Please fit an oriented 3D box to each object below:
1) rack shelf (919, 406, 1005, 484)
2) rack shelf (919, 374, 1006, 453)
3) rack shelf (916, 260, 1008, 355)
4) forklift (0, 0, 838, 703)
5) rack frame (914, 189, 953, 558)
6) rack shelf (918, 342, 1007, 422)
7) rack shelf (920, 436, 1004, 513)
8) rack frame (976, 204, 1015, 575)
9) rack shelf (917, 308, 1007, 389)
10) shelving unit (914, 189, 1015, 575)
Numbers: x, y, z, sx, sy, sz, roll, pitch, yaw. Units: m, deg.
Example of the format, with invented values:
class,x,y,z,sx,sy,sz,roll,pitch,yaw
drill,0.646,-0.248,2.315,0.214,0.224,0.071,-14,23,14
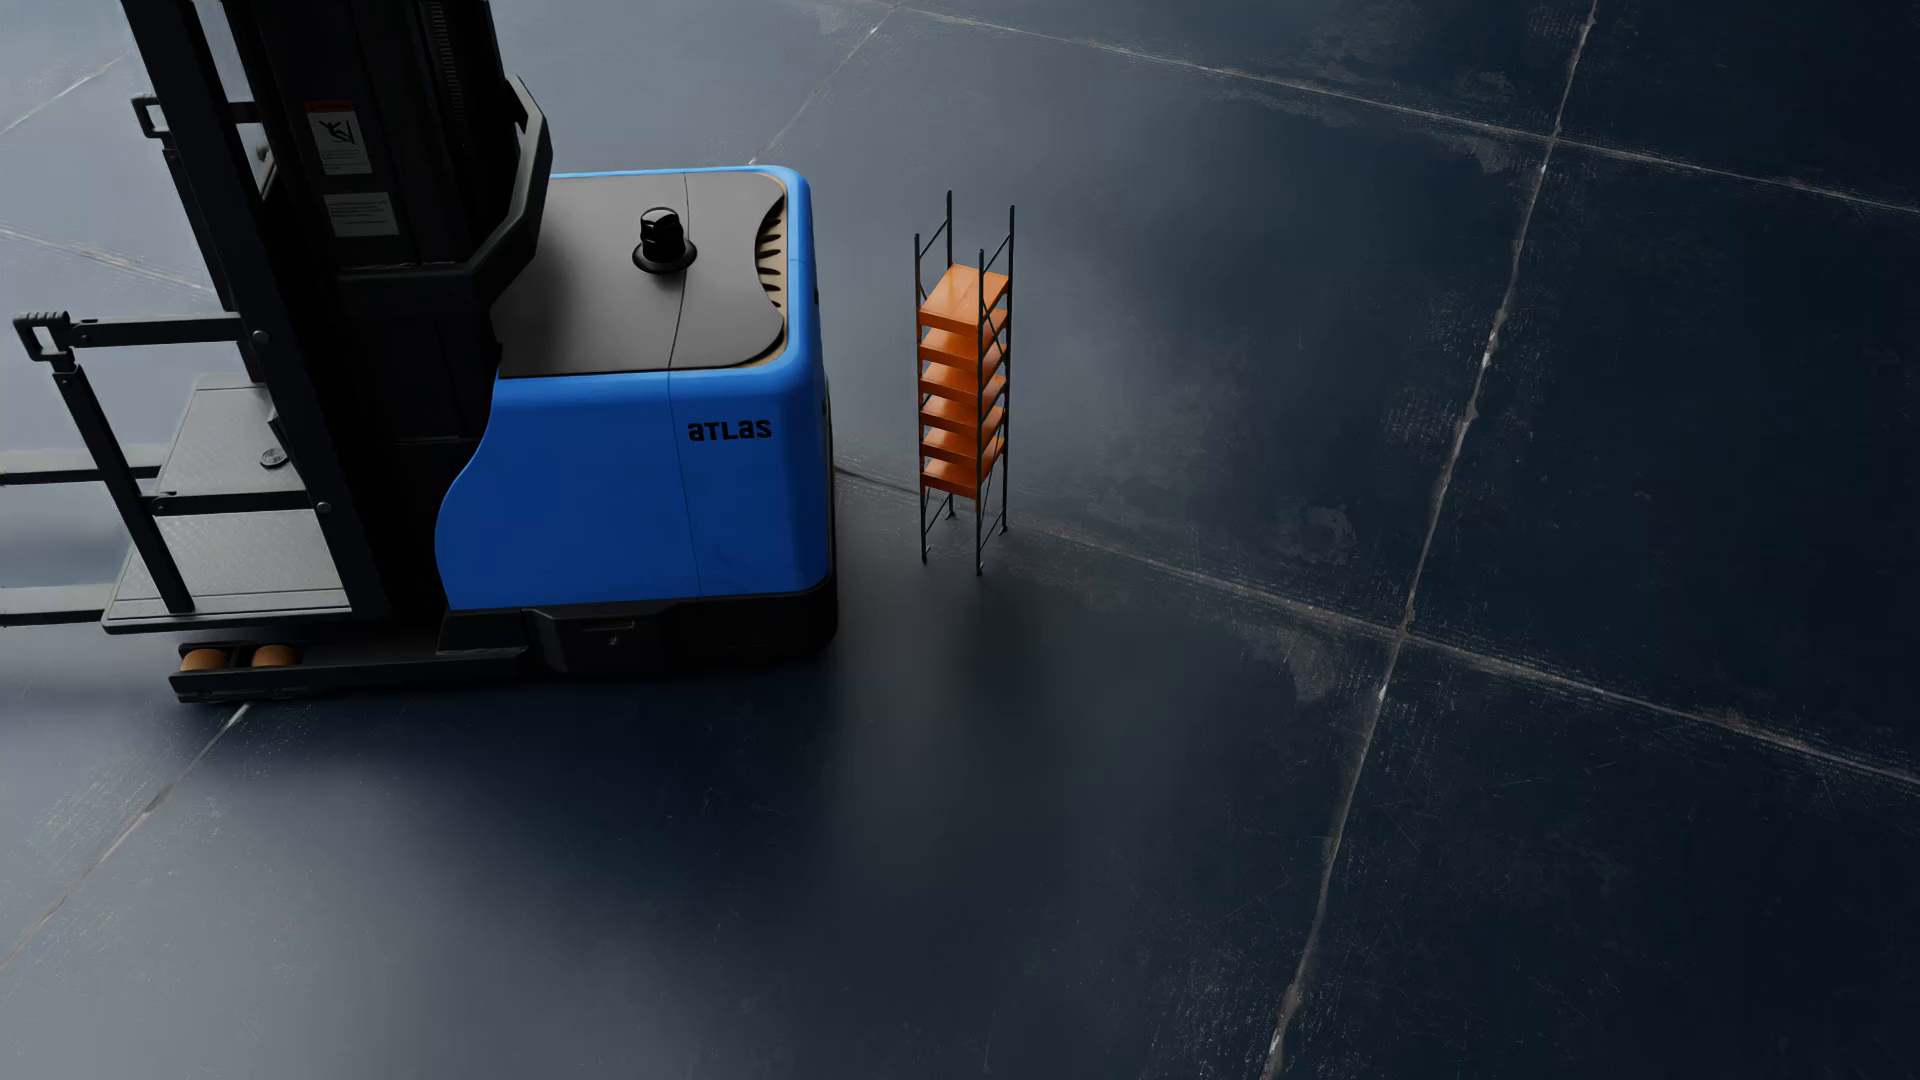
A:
class,x,y,z,sx,sy,sz,roll,pitch,yaw
rack shelf,0.013,-0.305,4.939,0.180,0.103,0.258,16,47,16
rack shelf,0.013,-0.390,4.854,0.180,0.103,0.258,16,47,16
rack shelf,0.013,-0.645,4.600,0.180,0.103,0.258,16,47,16
forklift,-1.902,-0.958,4.135,3.031,2.935,1.130,-3,45,-3
rack frame,-0.071,-0.446,4.848,0.006,1.200,0.240,16,47,16
rack shelf,0.013,-0.475,4.770,0.180,0.103,0.258,16,47,16
rack shelf,0.013,-0.220,5.023,0.180,0.103,0.258,16,47,16
rack frame,0.098,-0.397,4.798,0.006,1.200,0.240,16,47,16
rack shelf,0.013,-0.560,4.685,0.180,0.103,0.258,16,47,16
shelving unit,0.013,-0.421,4.823,0.189,1.200,0.258,16,47,16
